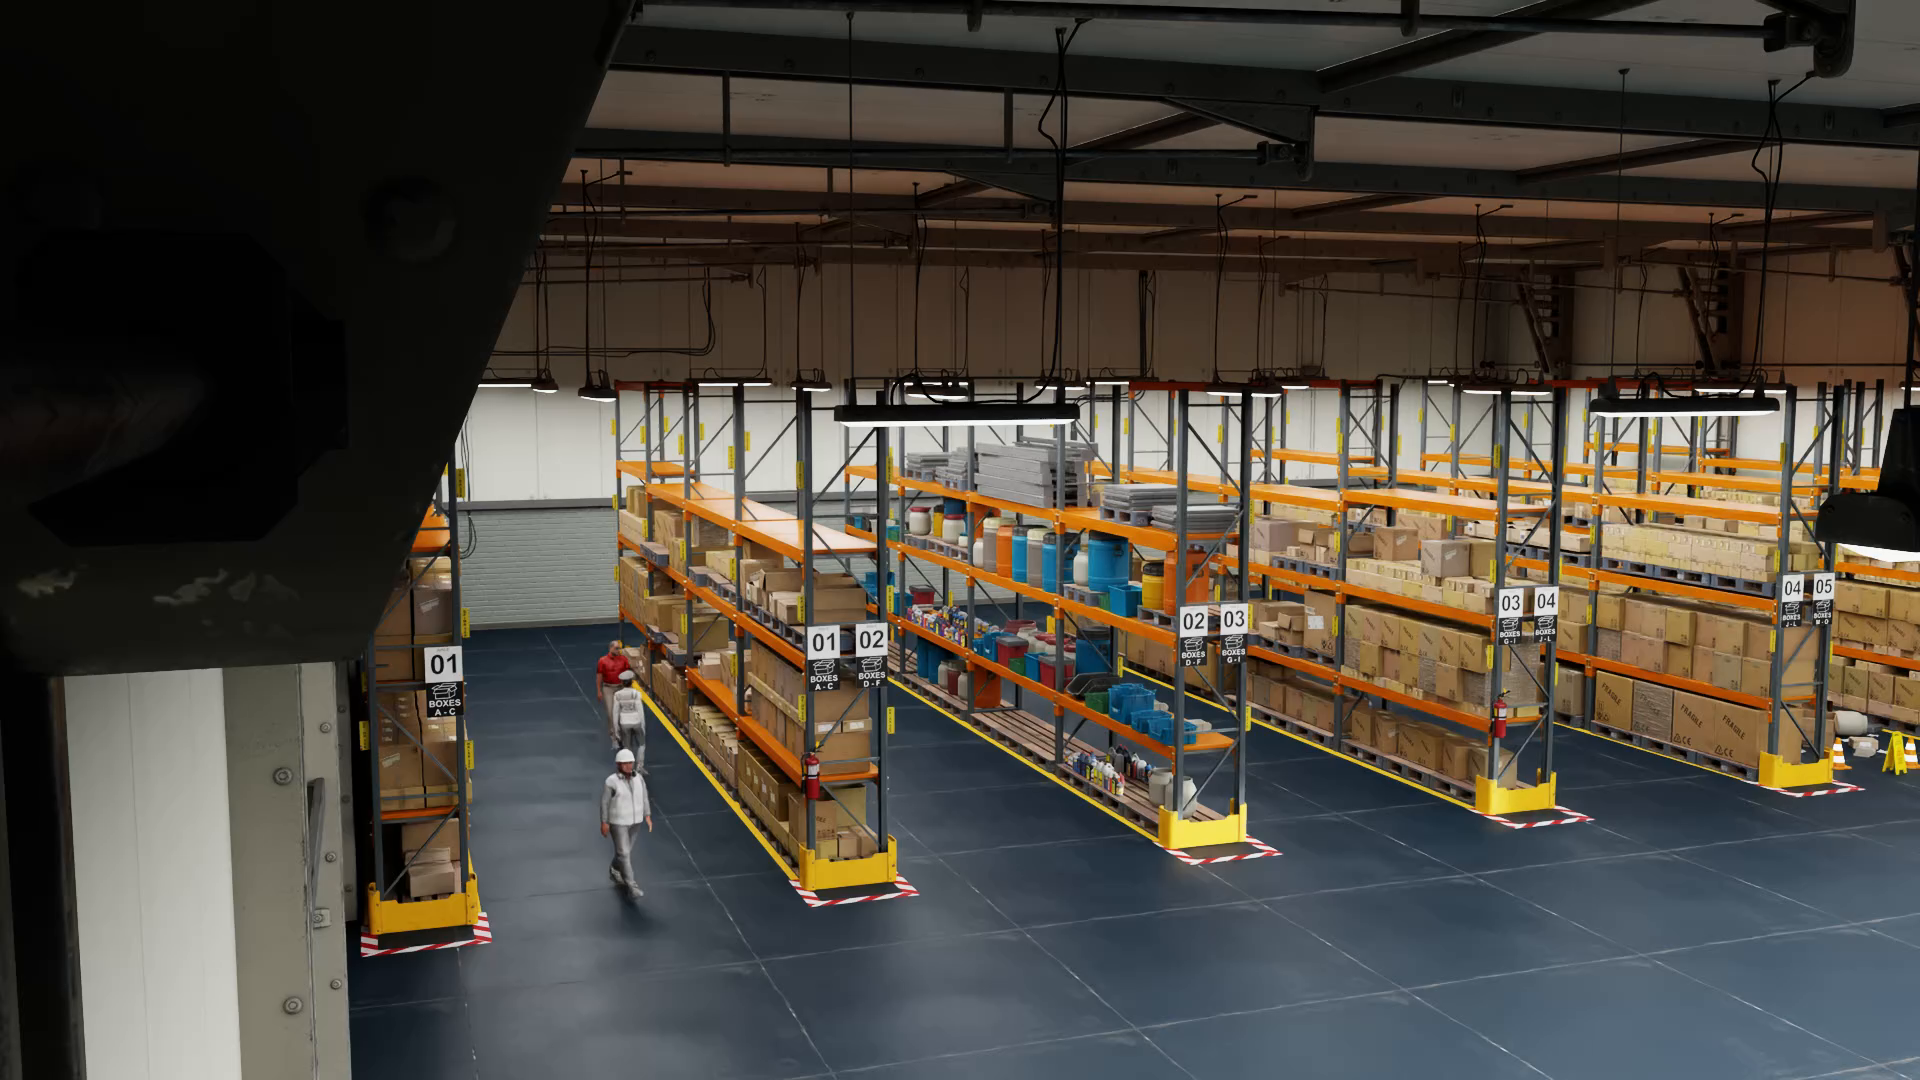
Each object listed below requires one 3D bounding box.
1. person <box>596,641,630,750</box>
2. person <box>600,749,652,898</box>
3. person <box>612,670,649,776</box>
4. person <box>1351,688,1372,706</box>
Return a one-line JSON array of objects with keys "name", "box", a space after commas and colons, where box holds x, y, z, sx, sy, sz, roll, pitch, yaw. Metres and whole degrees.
[{"name": "person", "box": [-5.690, 2.566, 27.681, 0.559, 1.736, 0.731, -4, 7, -32]}, {"name": "person", "box": [-3.950, 3.351, 19.862, 1.054, 1.715, 0.570, 6, 8, 43]}, {"name": "person", "box": [-4.997, 2.828, 25.216, 0.528, 1.676, 0.476, -1, 6, -11]}, {"name": "person", "box": [7.325, 2.315, 30.549, 0.458, 1.596, 0.469, -1, 6, -12]}]
